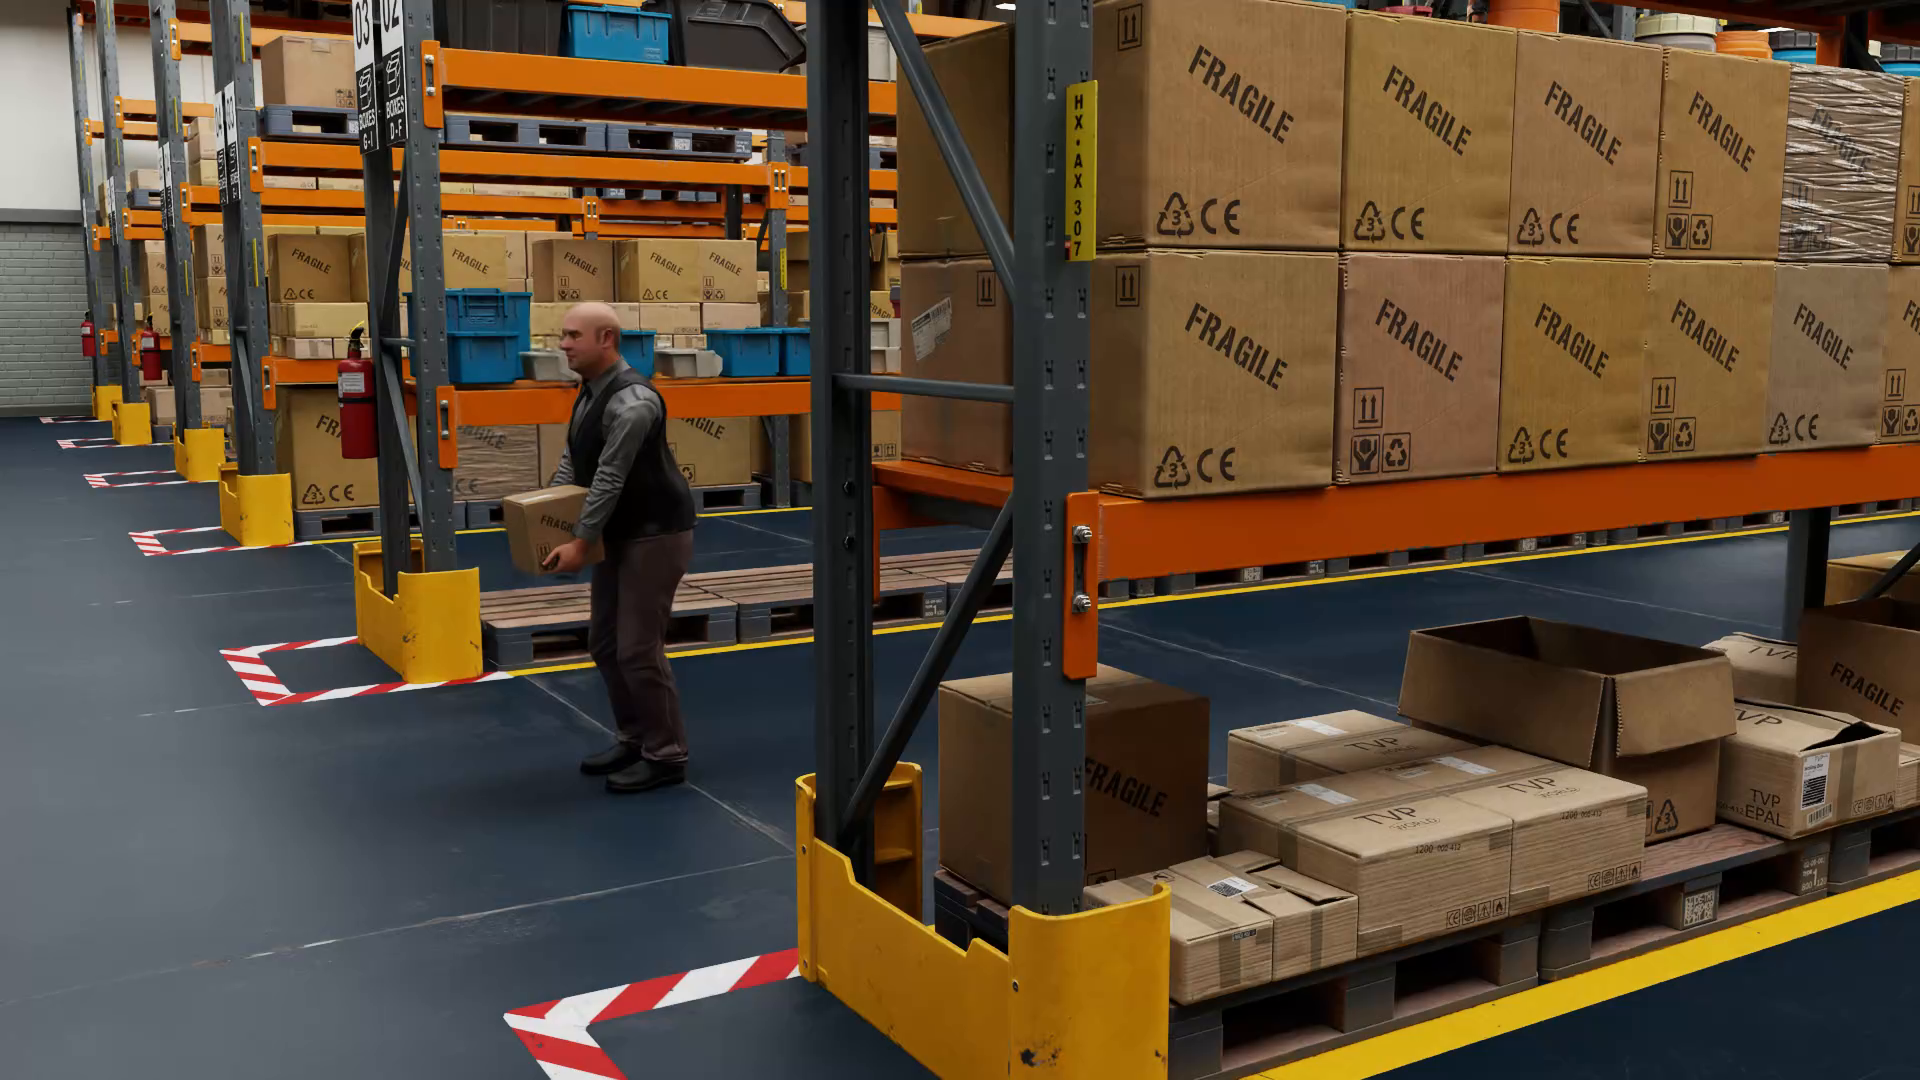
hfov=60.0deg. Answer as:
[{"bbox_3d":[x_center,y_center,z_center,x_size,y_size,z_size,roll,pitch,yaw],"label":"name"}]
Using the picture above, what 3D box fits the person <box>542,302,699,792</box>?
[{"bbox_3d":[-1.223,0.022,5.848,0.582,1.703,0.486,-5,10,-32],"label":"person"}]
